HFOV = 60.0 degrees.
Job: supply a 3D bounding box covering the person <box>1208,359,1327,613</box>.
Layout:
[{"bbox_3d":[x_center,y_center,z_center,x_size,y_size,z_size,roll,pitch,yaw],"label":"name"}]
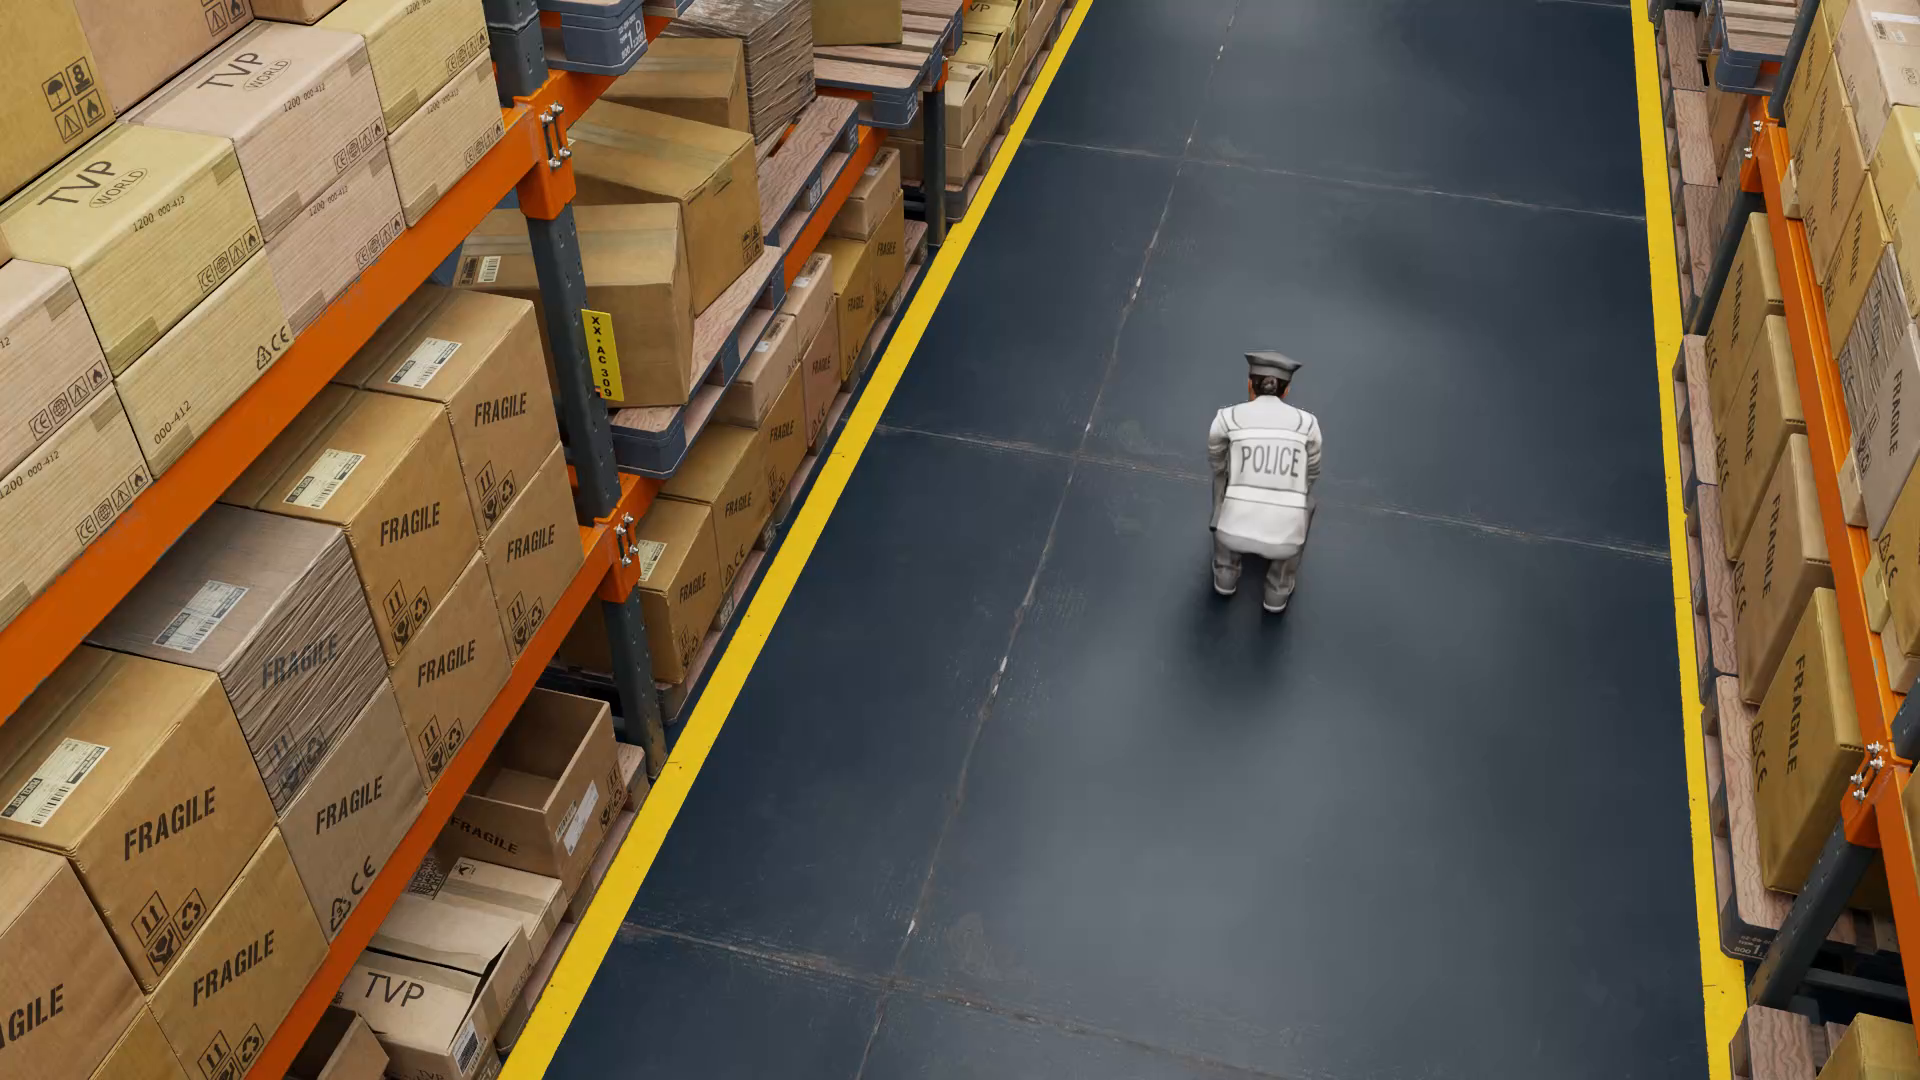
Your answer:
[{"bbox_3d":[1.272,-0.236,6.972,0.510,0.958,0.815,10,42,11],"label":"person"}]
